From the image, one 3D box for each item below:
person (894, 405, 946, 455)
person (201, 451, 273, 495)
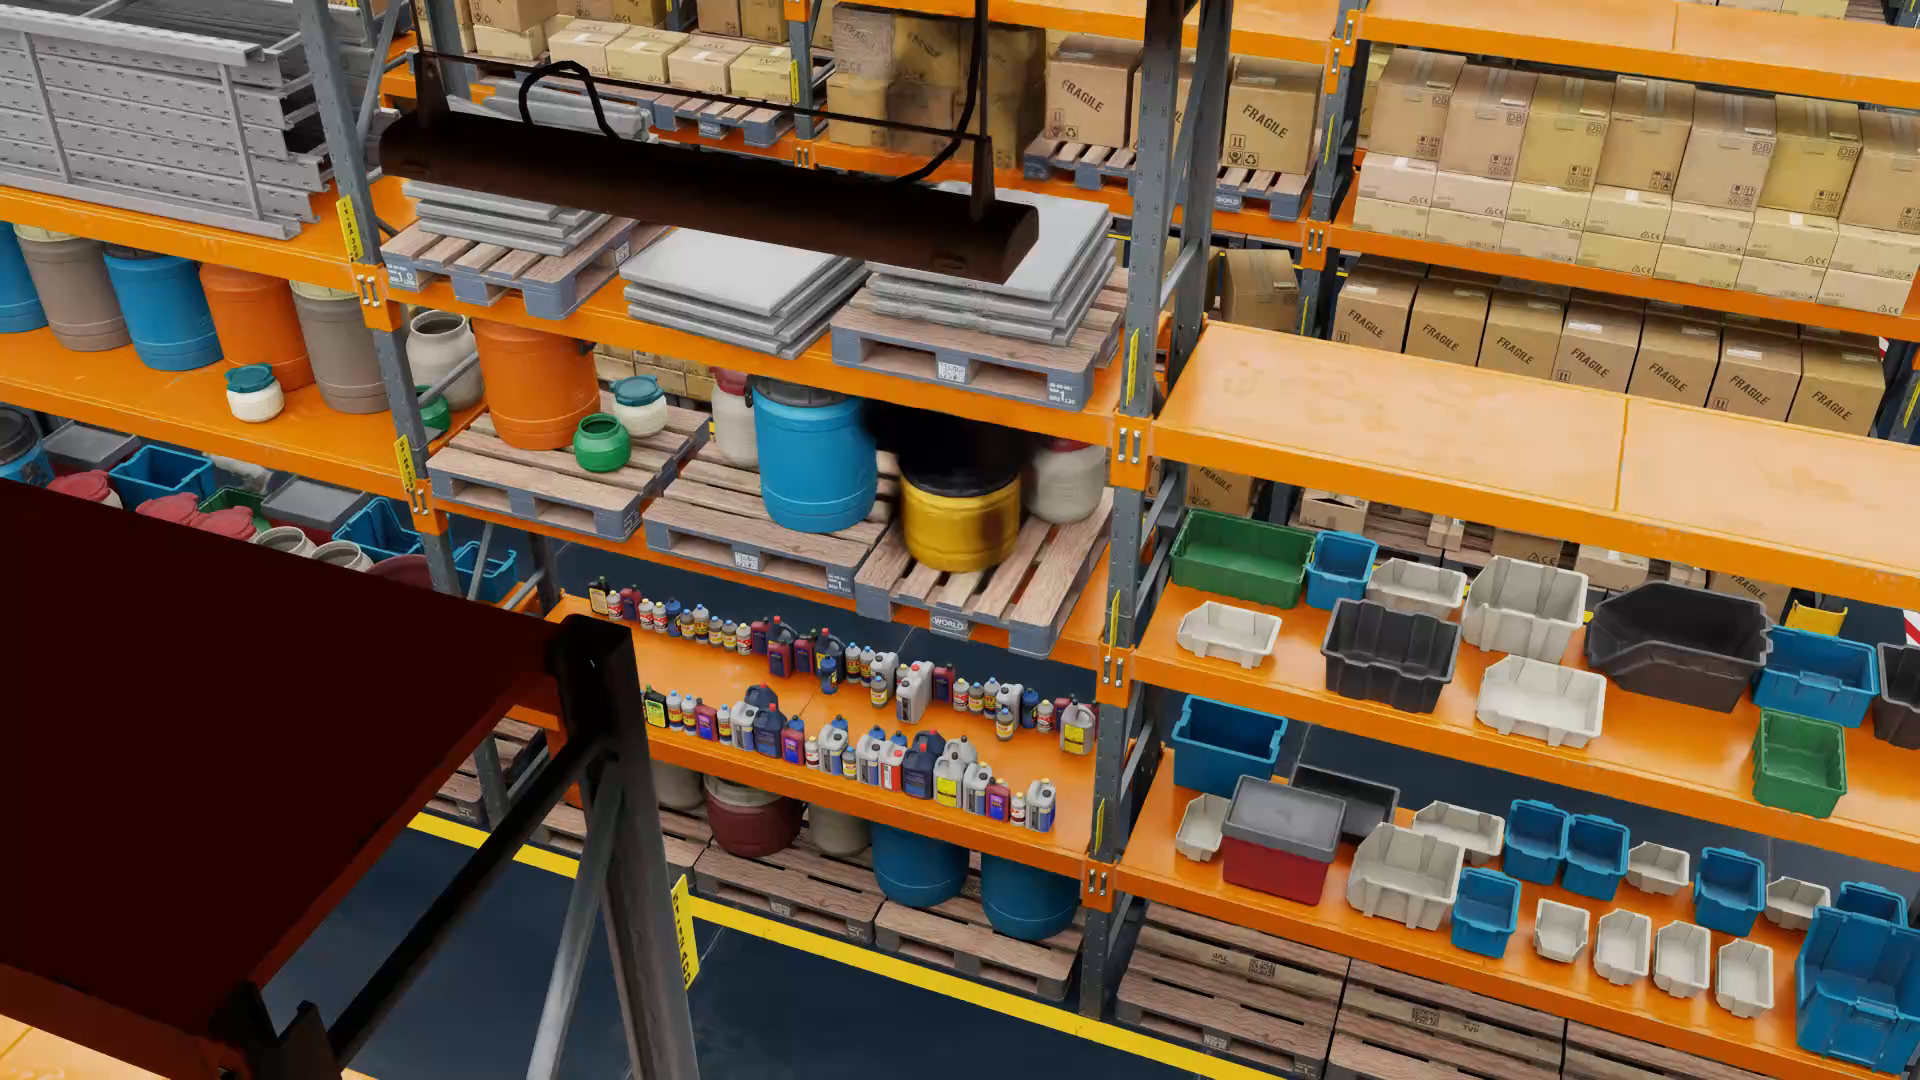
[{"bbox_3d":[-0.233,-0.525,12.659,0.718,1.763,0.711,13,38,17],"label":"person"},{"bbox_3d":[-5.908,-1.096,13.423,0.593,1.754,0.686,5,37,6],"label":"person"}]
